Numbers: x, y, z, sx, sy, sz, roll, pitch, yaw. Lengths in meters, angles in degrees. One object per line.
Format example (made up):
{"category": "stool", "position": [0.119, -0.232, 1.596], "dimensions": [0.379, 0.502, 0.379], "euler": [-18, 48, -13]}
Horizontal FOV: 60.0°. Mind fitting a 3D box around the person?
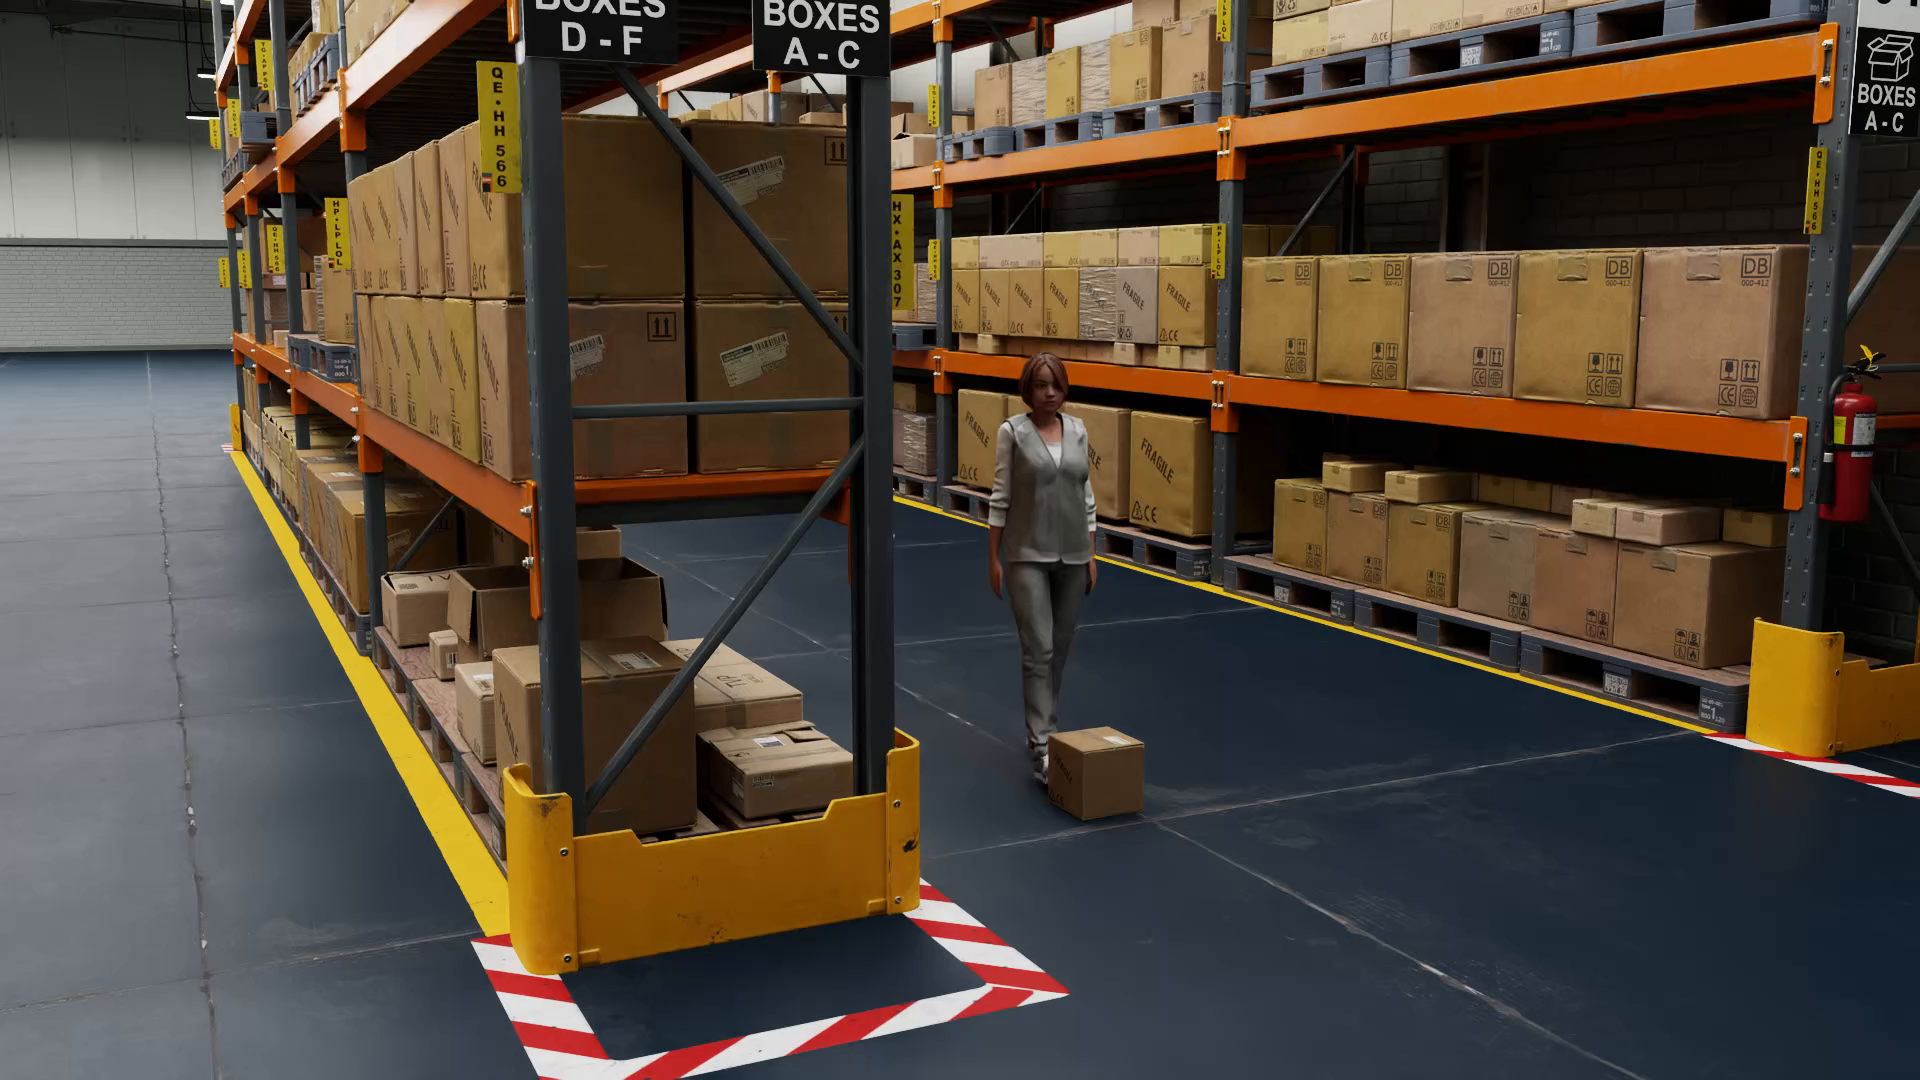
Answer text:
{"category": "person", "position": [0.356, 0.095, 6.239], "dimensions": [0.426, 1.588, 0.679], "euler": [-3, 9, -20]}
